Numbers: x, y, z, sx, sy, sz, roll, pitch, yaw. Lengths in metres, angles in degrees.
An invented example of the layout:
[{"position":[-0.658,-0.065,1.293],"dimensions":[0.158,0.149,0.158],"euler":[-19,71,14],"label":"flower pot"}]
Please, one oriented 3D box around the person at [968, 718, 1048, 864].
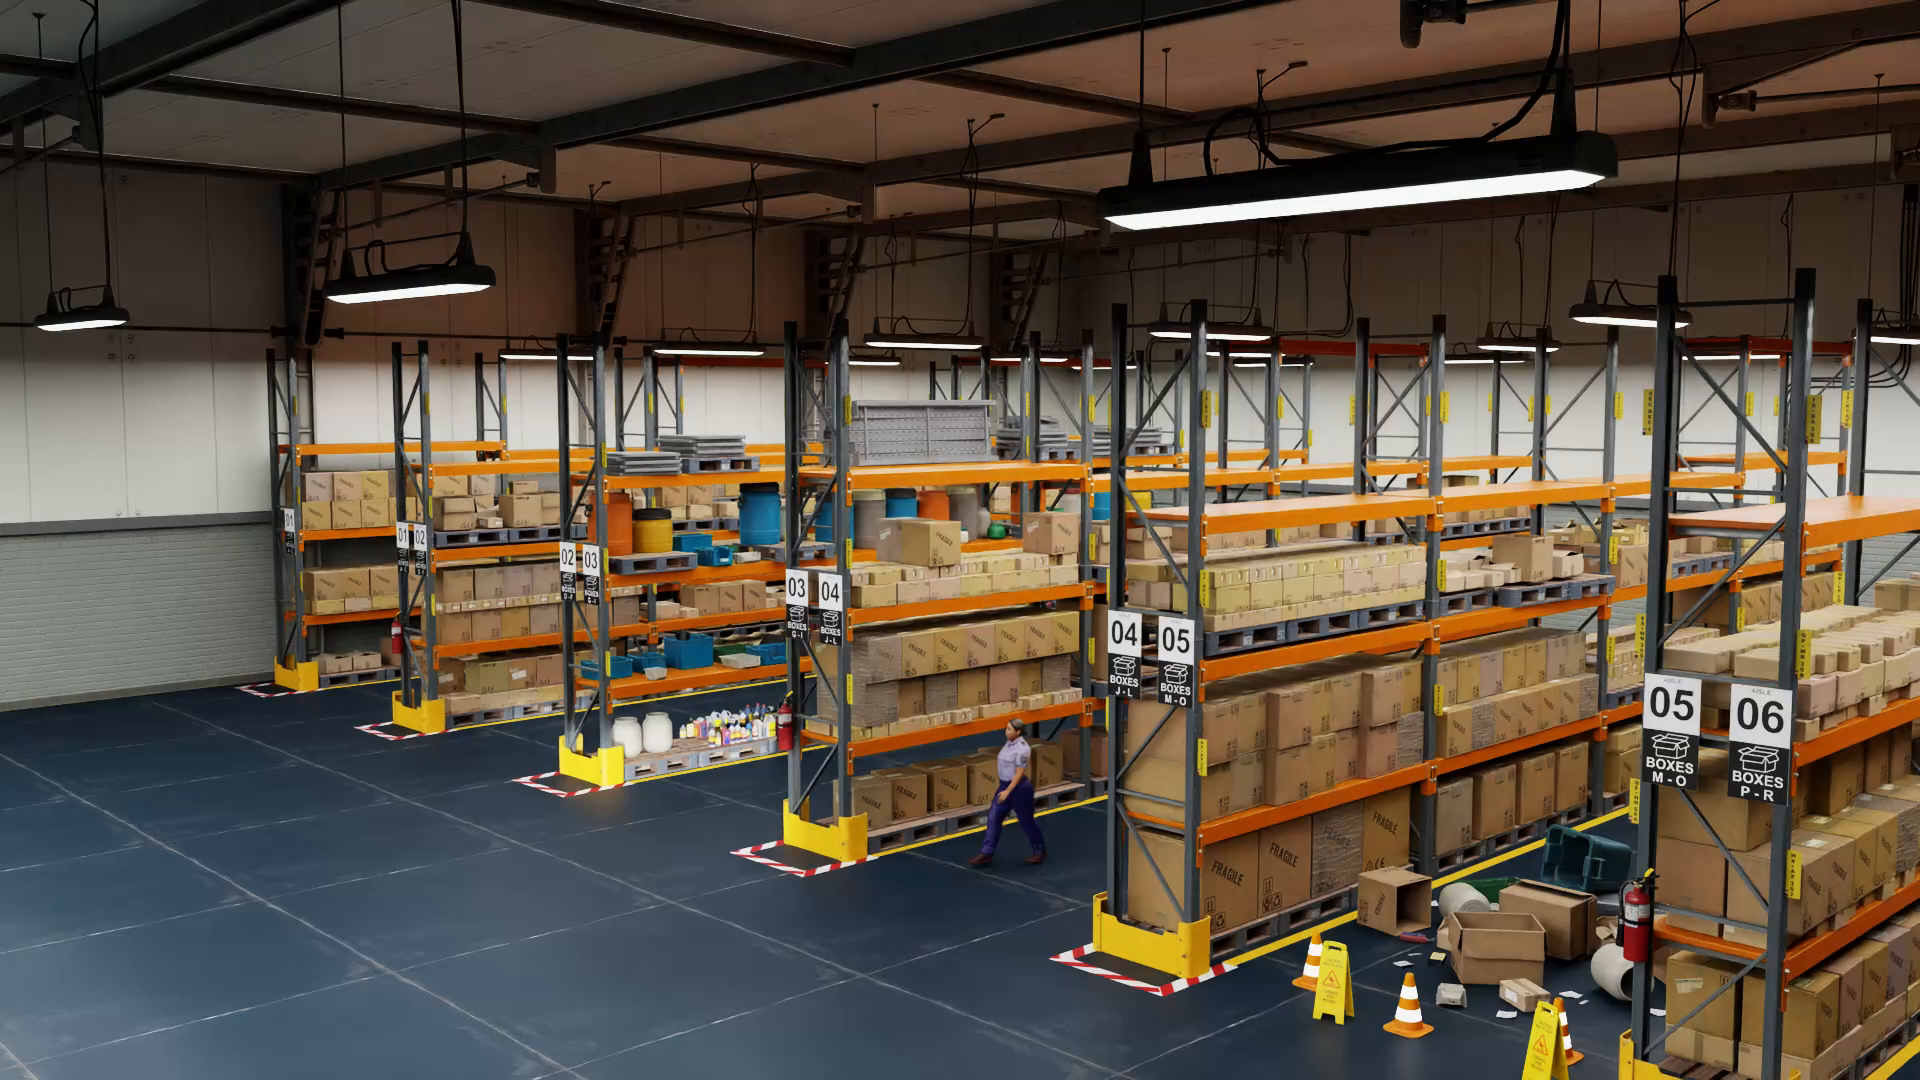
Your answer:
[{"position":[0.535,2.811,18.297],"dimensions":[0.903,1.506,0.493],"euler":[-3,6,-27],"label":"person"}]
